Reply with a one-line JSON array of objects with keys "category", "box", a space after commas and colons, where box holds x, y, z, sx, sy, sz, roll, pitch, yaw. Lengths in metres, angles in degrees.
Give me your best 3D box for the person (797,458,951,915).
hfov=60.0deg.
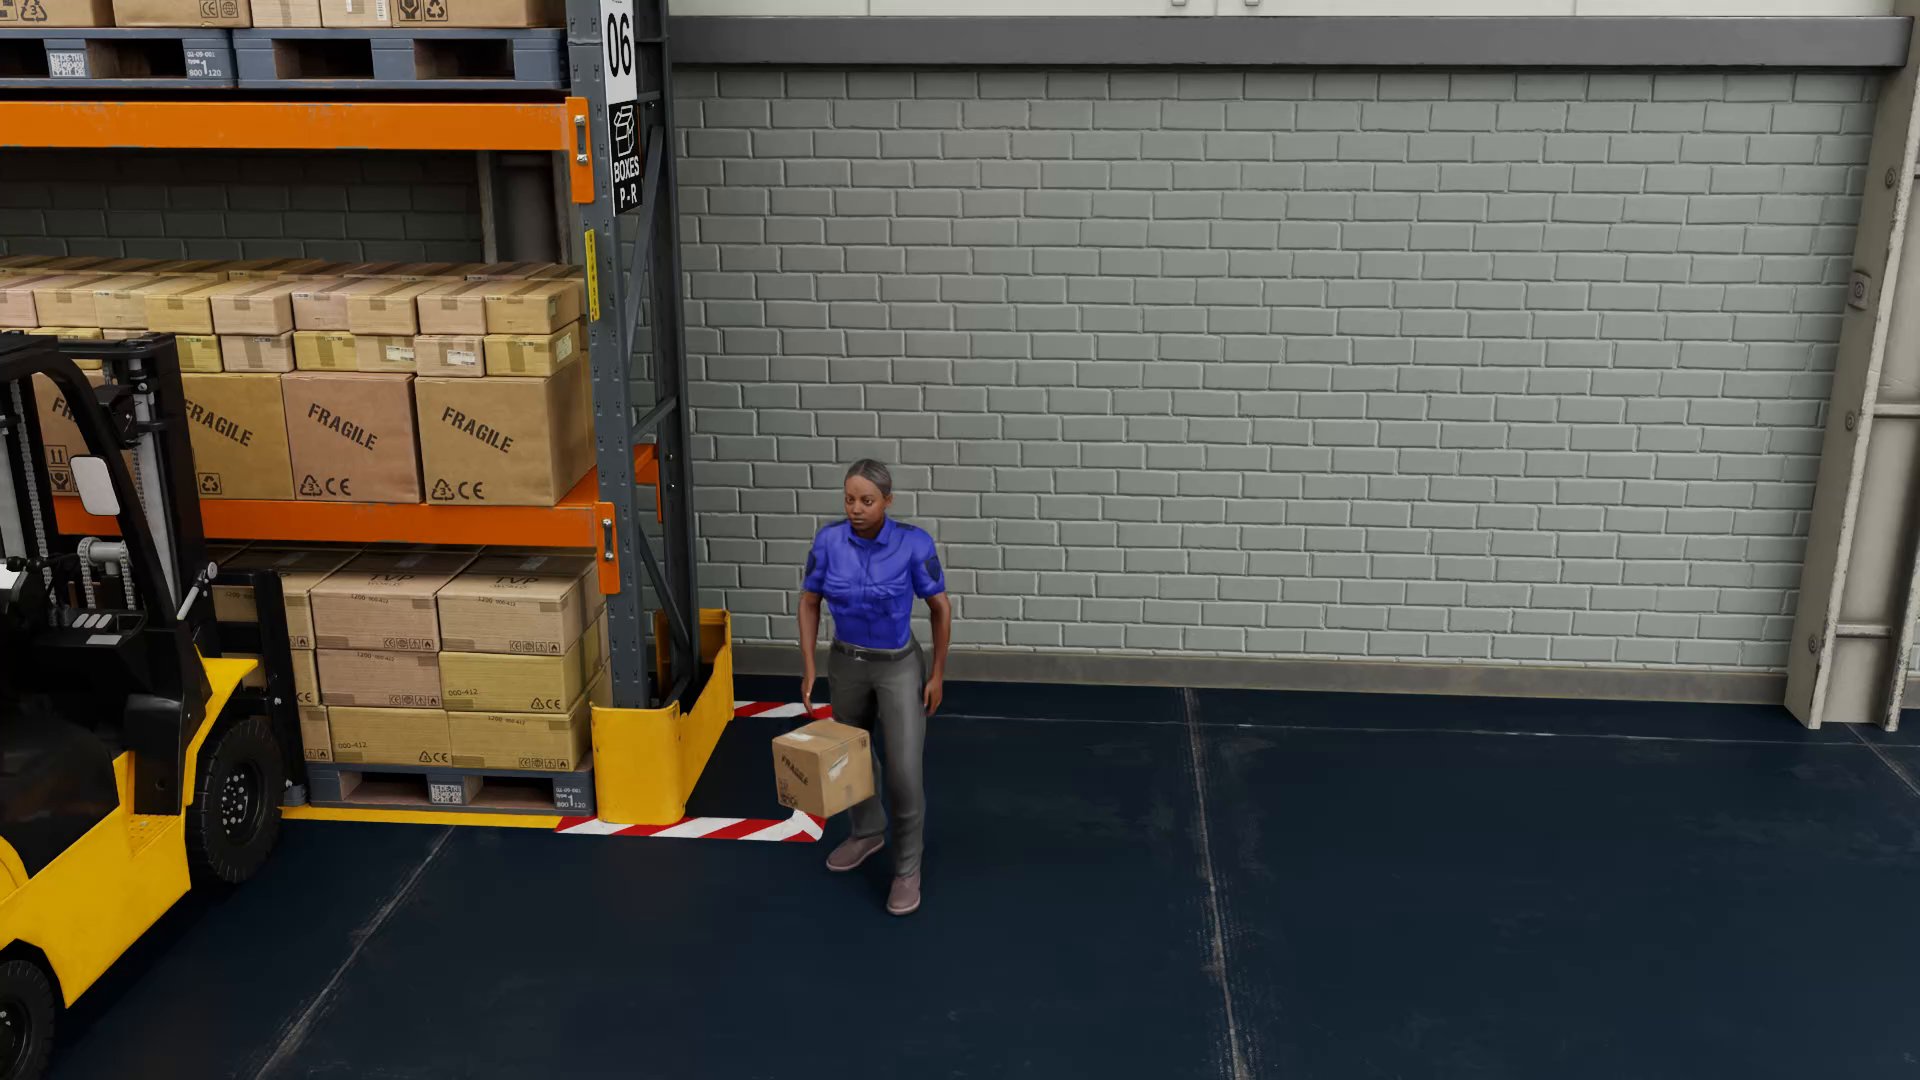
[{"category": "person", "box": [-0.311, 0.496, 6.023, 0.550, 1.645, 0.541, 5, 18, 16]}]
